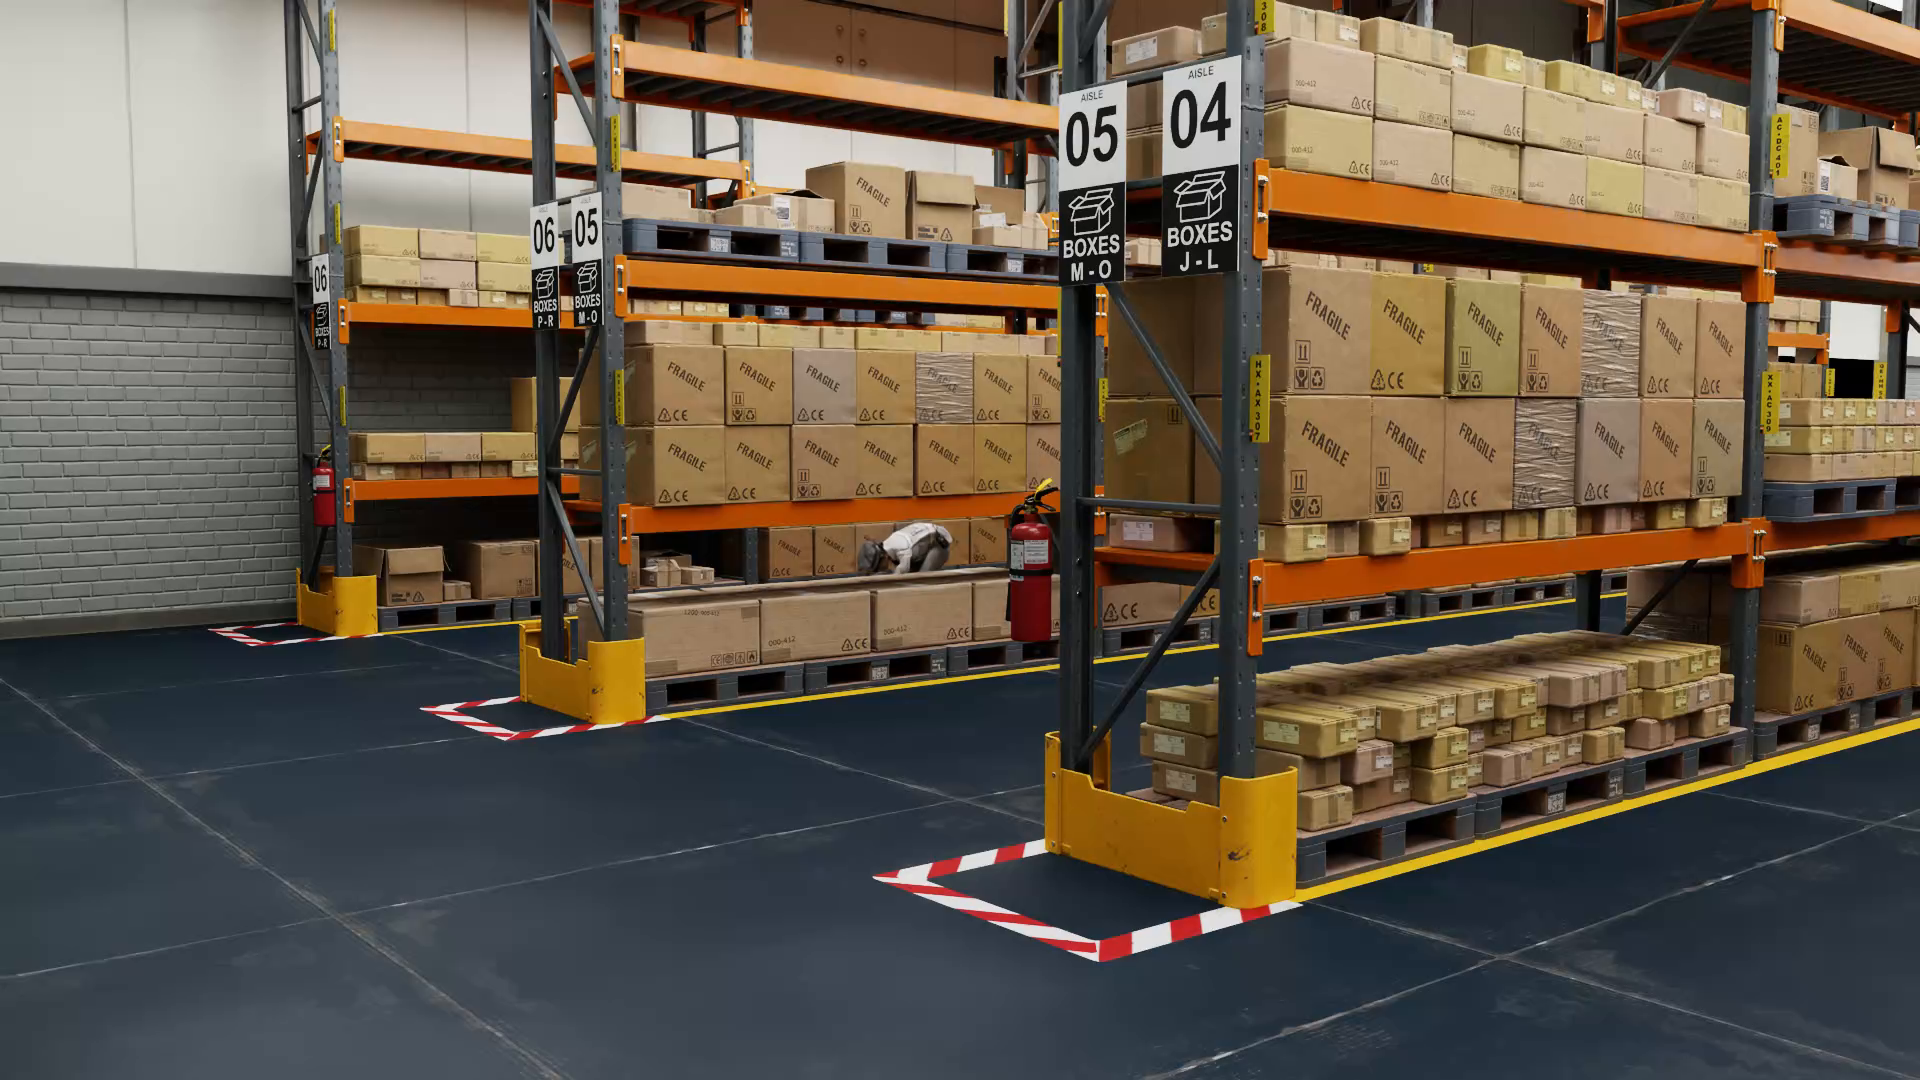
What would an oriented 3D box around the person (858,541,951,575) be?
[{"bbox_3d":[-0.464,0.368,14.024,0.876,0.888,0.445,-4,6,-42],"label":"person"}]
